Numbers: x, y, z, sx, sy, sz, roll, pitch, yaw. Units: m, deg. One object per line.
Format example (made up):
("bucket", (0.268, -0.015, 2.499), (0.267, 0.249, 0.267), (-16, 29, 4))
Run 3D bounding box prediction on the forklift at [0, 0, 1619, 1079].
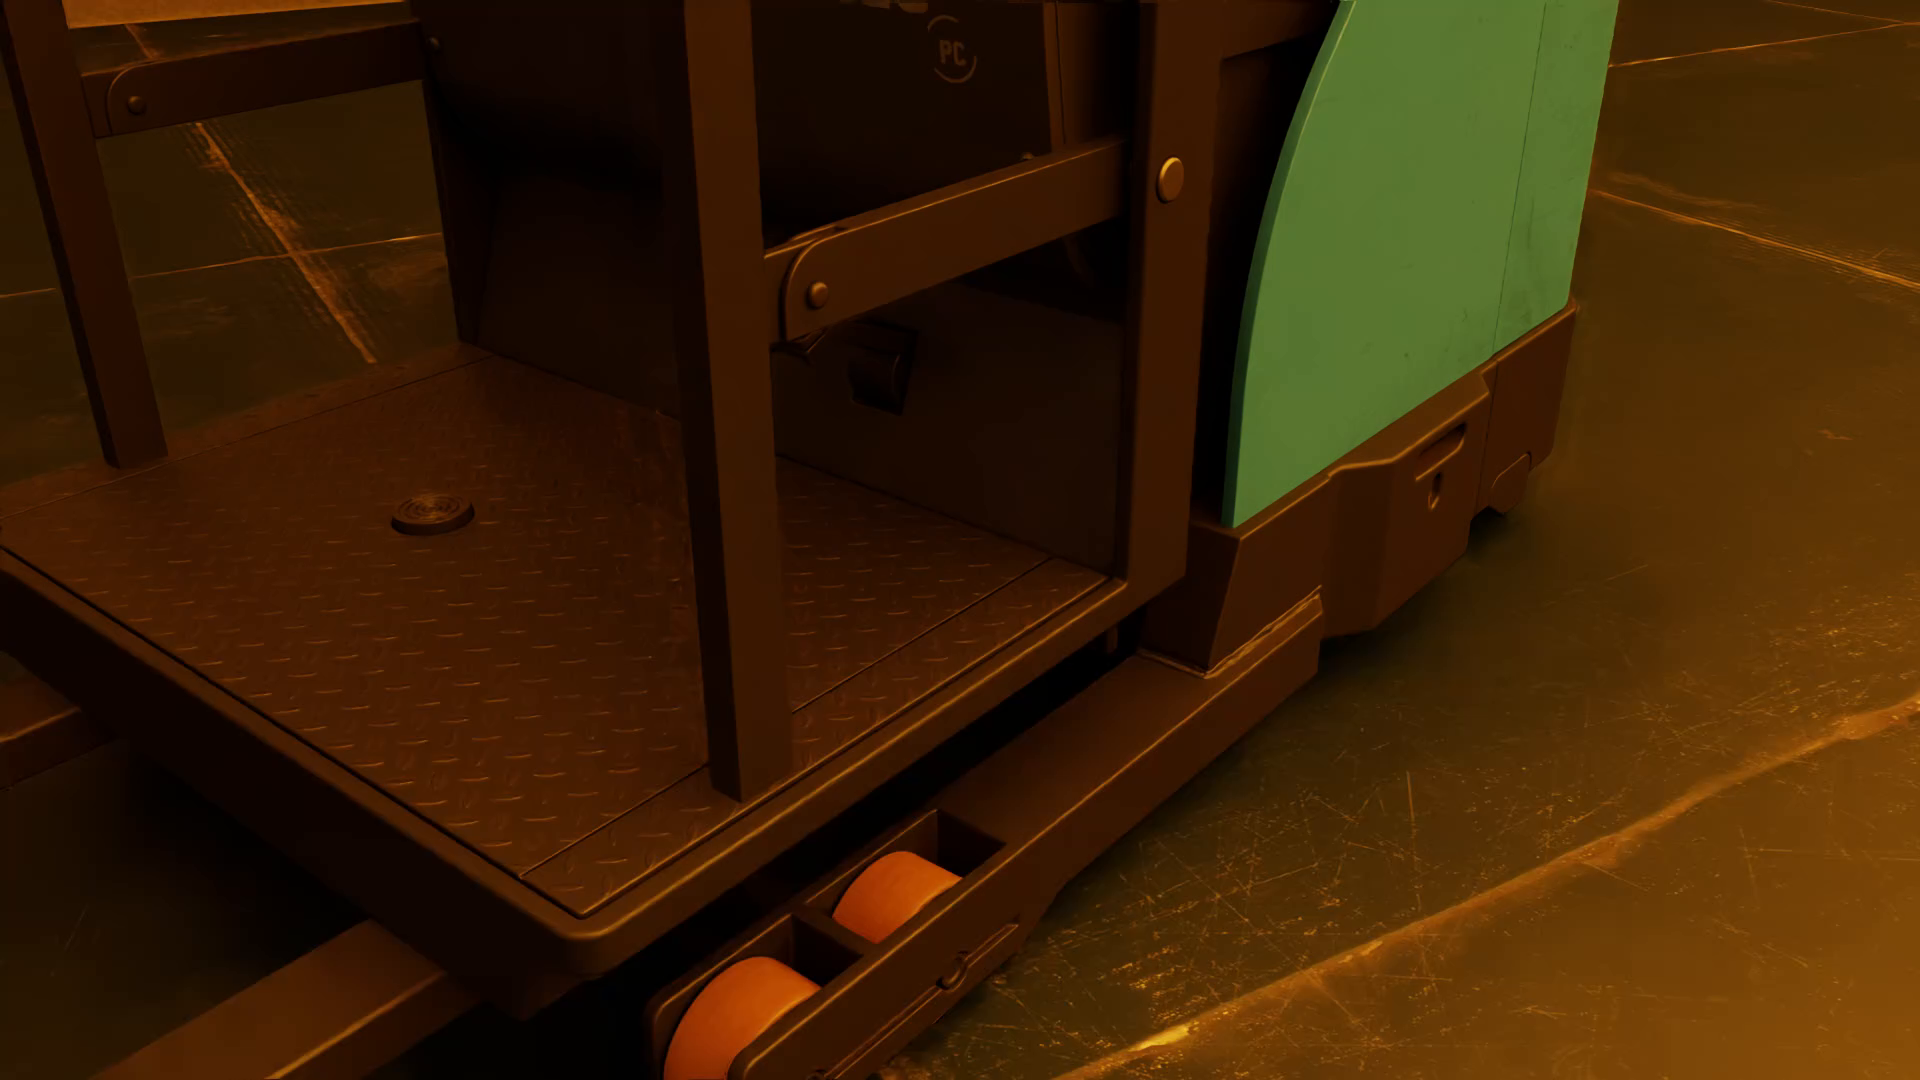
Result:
("forklift", (-0.382, -1.028, 1.287), (1.130, 2.935, 3.031), (20, 33, 34))
